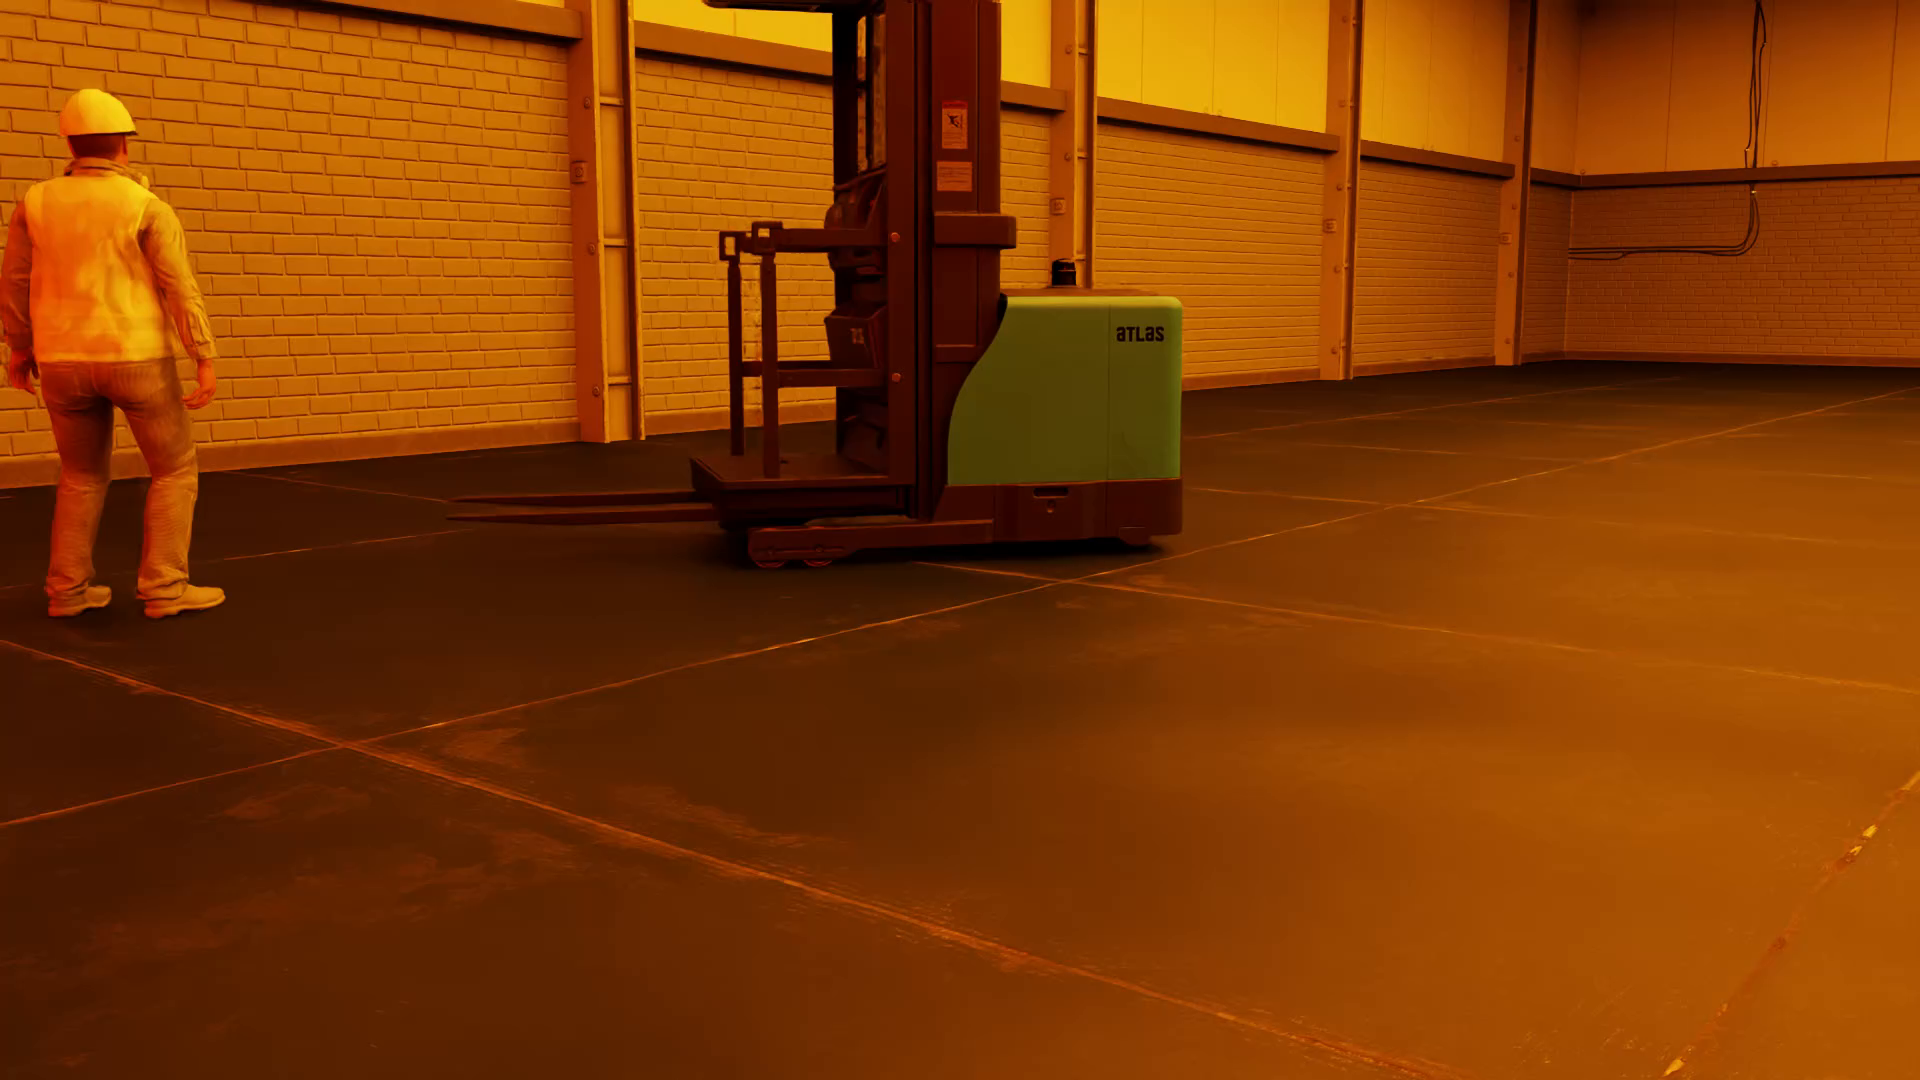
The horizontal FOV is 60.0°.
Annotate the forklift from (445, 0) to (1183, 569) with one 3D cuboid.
[{"bbox_3d":[-0.623,-1.419,6.977,3.031,2.935,1.130,-2,9,-15],"label":"forklift"}]

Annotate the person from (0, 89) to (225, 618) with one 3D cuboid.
[{"bbox_3d":[-2.848,-0.614,5.585,0.706,1.749,0.396,0,8,-2],"label":"person"}]
